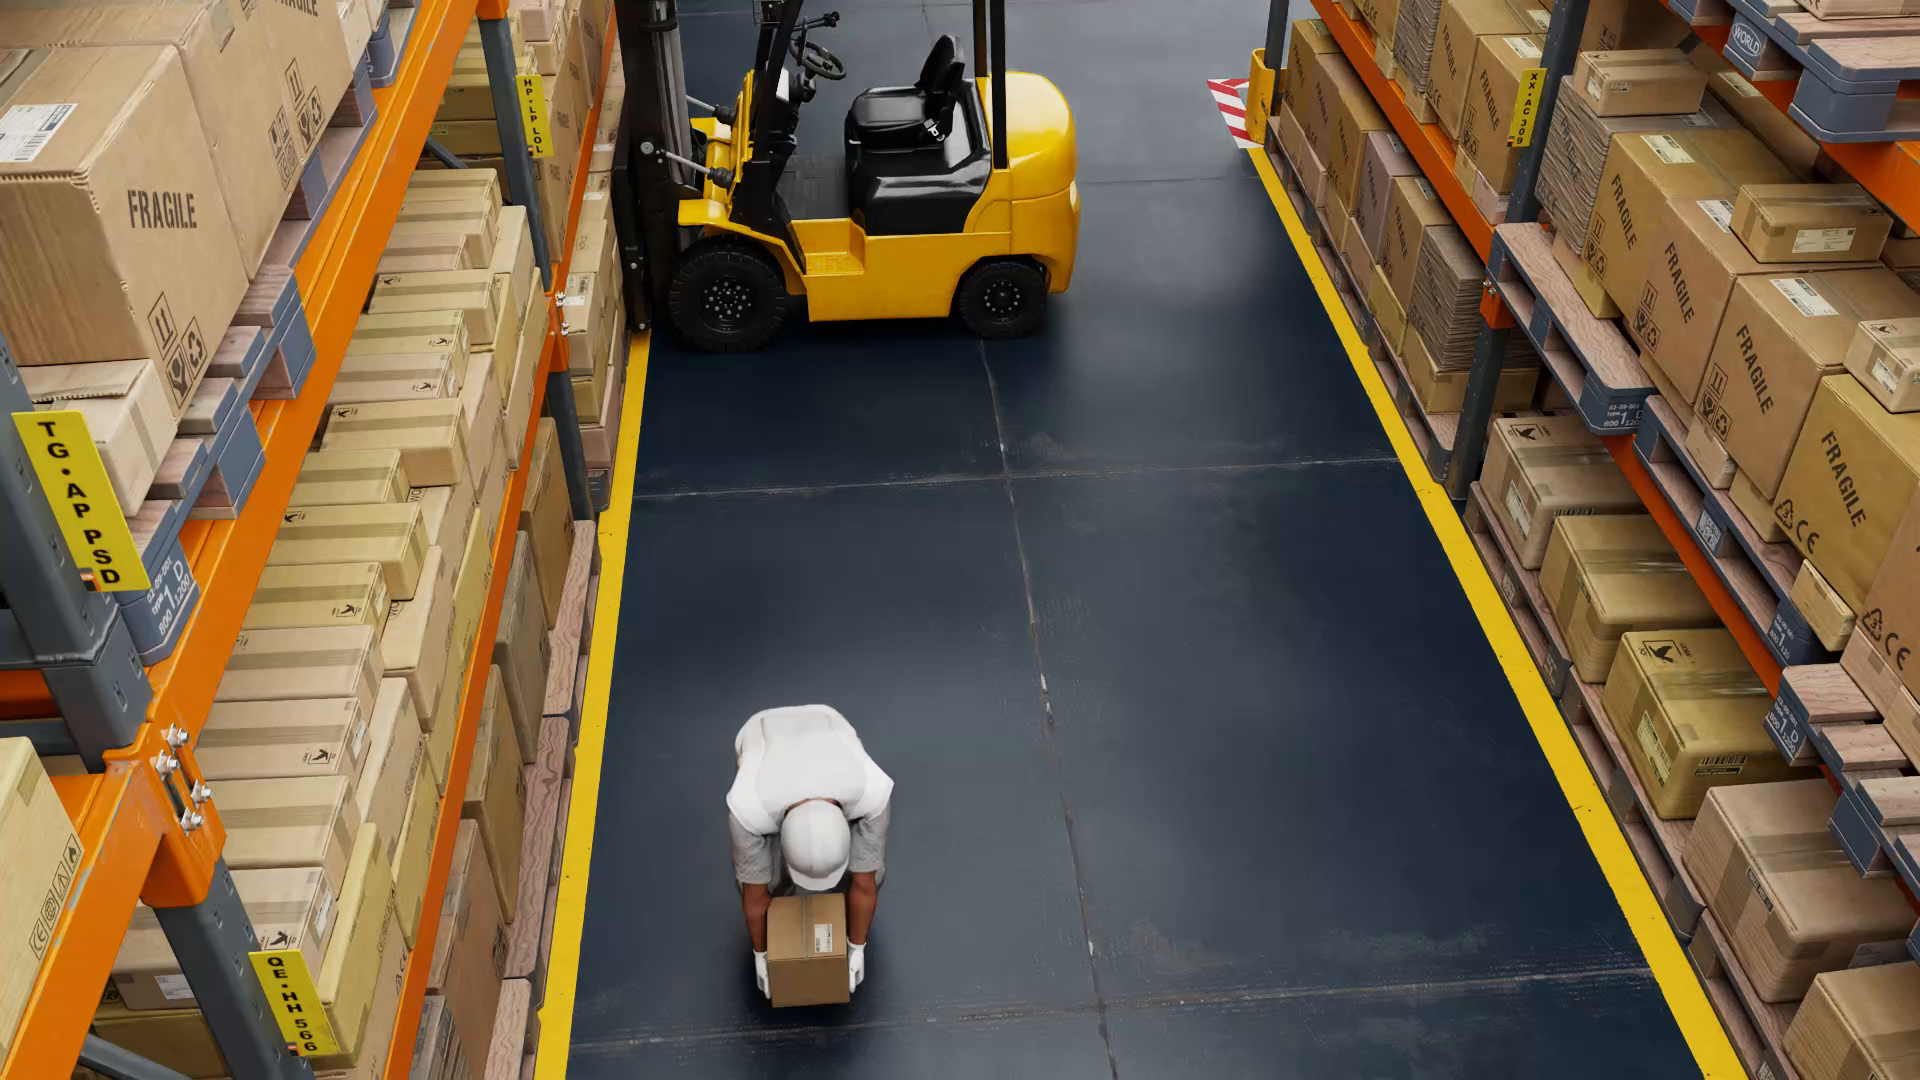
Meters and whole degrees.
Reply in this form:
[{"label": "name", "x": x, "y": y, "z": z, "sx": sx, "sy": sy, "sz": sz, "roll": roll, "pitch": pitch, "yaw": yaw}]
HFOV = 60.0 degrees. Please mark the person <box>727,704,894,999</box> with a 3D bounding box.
[{"label": "person", "x": -0.491, "y": 0.988, "z": 5.536, "sx": 0.546, "sy": 1.002, "sz": 0.929, "roll": -4, "pitch": 39, "yaw": -5}]
